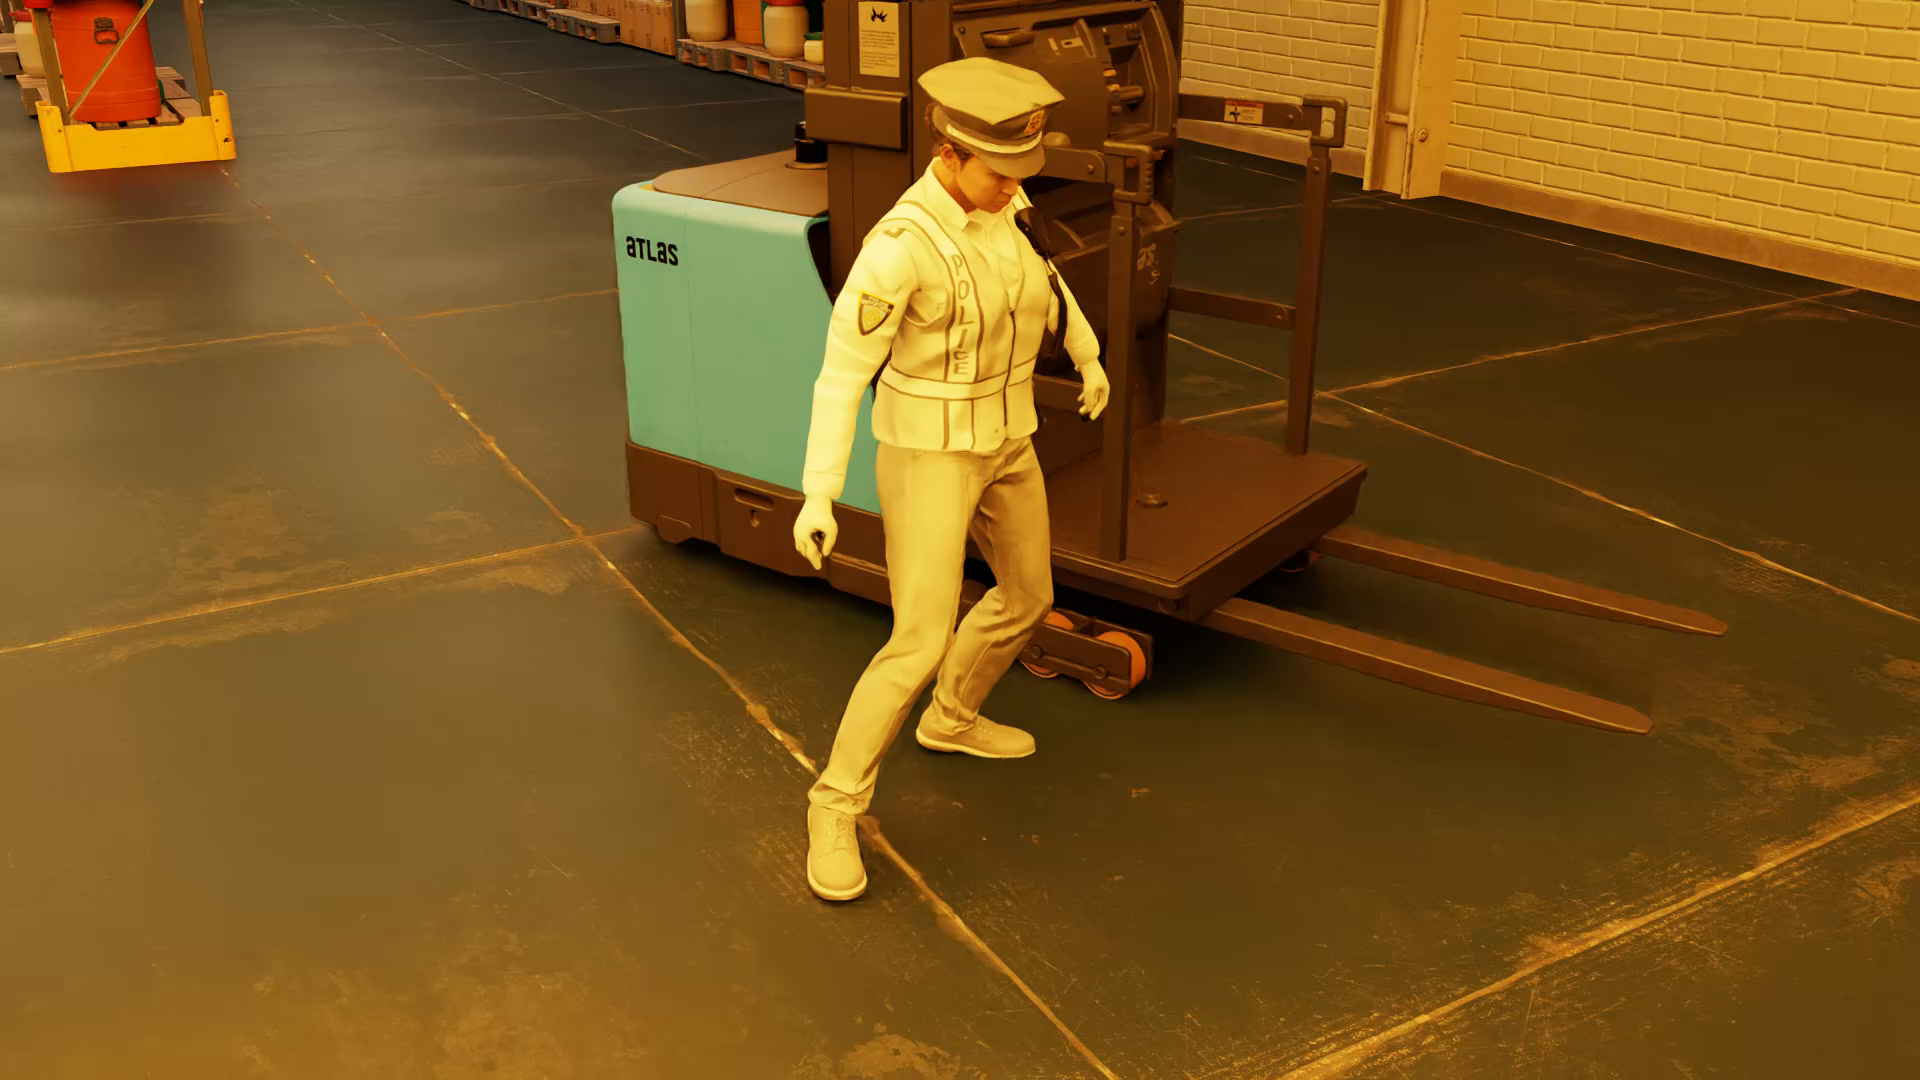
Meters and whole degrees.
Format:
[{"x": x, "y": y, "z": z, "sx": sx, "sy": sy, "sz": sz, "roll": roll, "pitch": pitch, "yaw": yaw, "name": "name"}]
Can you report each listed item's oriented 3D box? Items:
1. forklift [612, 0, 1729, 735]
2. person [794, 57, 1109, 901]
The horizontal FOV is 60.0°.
[{"x": 0.460, "y": -1.186, "z": 4.163, "sx": 3.031, "sy": 2.935, "sz": 1.130, "roll": 16, "pitch": 27, "yaw": 34, "name": "forklift"}, {"x": -0.003, "y": -0.157, "z": 3.429, "sx": 0.462, "sy": 1.618, "sz": 0.988, "roll": 16, "pitch": 27, "yaw": 34, "name": "person"}]
